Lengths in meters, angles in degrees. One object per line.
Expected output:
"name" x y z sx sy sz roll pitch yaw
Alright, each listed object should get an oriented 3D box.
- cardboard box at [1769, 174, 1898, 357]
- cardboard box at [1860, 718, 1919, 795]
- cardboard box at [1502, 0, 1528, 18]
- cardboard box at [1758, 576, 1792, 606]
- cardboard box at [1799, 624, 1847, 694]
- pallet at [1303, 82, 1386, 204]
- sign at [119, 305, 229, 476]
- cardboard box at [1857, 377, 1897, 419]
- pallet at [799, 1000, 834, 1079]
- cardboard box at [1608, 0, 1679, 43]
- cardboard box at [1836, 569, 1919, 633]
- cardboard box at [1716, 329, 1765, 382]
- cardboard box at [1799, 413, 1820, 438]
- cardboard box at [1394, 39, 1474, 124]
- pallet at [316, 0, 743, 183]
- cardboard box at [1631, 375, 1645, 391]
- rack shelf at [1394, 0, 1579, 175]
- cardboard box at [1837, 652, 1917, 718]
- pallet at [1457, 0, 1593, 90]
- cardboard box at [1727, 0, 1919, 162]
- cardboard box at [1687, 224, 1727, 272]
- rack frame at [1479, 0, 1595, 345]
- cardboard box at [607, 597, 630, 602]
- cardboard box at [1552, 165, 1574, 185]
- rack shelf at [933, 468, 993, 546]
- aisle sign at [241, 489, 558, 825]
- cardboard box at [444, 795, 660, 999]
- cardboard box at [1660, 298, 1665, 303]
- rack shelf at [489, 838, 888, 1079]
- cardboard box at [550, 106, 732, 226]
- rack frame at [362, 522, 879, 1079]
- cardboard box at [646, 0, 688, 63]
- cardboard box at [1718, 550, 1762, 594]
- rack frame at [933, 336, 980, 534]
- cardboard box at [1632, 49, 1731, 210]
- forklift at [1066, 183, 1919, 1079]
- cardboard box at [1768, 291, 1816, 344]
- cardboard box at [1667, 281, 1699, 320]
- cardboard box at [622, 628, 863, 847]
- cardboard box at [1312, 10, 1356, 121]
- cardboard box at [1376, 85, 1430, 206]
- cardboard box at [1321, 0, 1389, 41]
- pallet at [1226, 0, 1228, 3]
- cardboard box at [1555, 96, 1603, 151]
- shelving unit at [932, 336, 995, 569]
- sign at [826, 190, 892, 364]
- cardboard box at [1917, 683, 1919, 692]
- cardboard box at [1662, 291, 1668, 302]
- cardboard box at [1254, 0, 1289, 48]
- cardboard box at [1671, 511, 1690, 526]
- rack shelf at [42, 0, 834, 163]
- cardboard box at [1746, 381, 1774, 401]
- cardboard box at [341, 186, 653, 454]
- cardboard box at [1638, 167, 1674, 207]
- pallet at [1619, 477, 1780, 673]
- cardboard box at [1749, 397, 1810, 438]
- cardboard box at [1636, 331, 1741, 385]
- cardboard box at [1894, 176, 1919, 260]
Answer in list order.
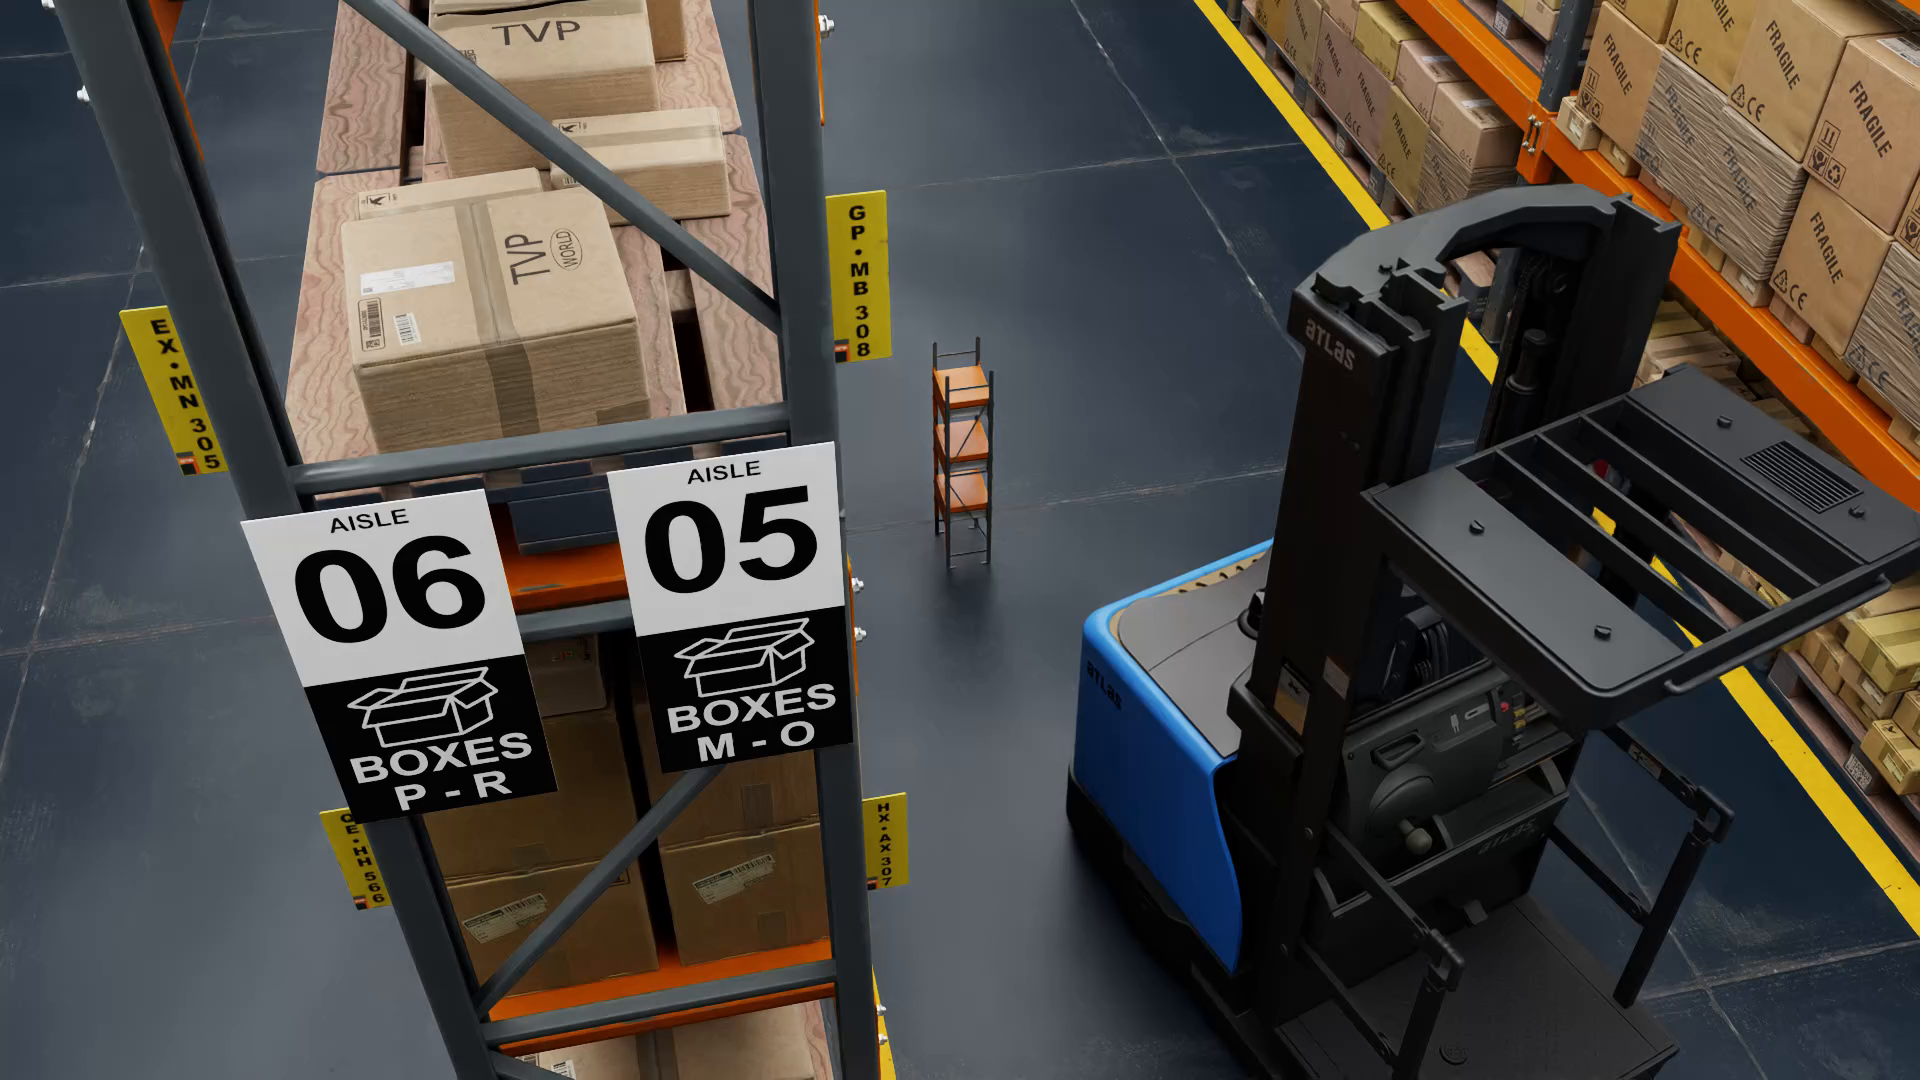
"cardboard box" 3.429 -1.046 6.151 0.500 0.500 0.500 -6 42 -7
"cardboard box" 3.628 0.789 6.214 0.380 0.149 0.250 -7 42 -8
"cardboard box" 2.901 -2.710 8.198 0.380 0.149 0.250 -8 42 -9
"cardboard box" 3.469 0.170 6.688 0.380 0.149 0.250 -8 42 -9
"cardboard box" 3.589 0.447 6.599 0.380 0.149 0.250 -8 42 -9
"pallet" 2.800 -2.503 10.193 1.003 0.211 1.213 -8 42 -9
"sign" -1.244 -0.236 2.671 0.100 0.325 0.005 -8 42 -9
"cardboard box" 3.562 -0.581 6.116 0.380 0.149 0.250 -10 43 -11
"pallet" -0.961 1.654 5.509 1.003 0.211 1.213 -8 42 -9
"cardboard box" 3.096 -2.444 6.973 0.500 0.500 0.500 -7 42 -8
"cardboard box" 3.566 0.226 6.401 0.380 0.149 0.250 -10 43 -11
"cardboard box" 3.702 -0.870 7.635 0.380 0.149 0.250 -7 42 -8
"cardboard box" 3.921 -0.534 7.257 0.380 0.149 0.250 -10 43 -11
"cardboard box" 2.731 -2.534 9.128 0.500 0.250 0.500 -6 42 -7
"pallet" -1.149 -1.242 4.479 1.003 0.211 1.213 -8 42 -9
"cardboard box" 3.288 -0.691 7.658 0.380 0.149 0.250 -10 43 -11
"rack shelf" 2.805 -3.277 9.505 1.077 0.370 4.000 -8 42 -9
"cardboard box" 3.593 0.504 6.312 0.380 0.149 0.250 -10 43 -11
"pallet" 3.214 -2.694 8.451 1.003 0.211 1.213 -8 42 -9
"cardboard box" 3.301 -1.780 6.224 0.500 0.500 0.500 -8 42 -9
"cardboard box" 3.259 -1.253 6.873 0.380 0.149 0.250 -8 42 -8
"rack frame" 3.237 -2.249 7.806 1.000 3.000 0.127 -8 42 -9
"cardboard box" -0.644 0.035 3.916 0.380 0.149 0.250 -7 42 -8
"cardboard box" 3.336 -1.988 9.079 0.500 0.500 0.500 -7 42 -8
"rack shelf" 0.012 -0.142 7.336 0.215 0.259 0.240 -8 42 -9
"aisle sign" -0.999 0.237 3.047 0.394 0.787 0.004 -8 42 -9
"cardboard box" -1.074 0.806 4.289 0.500 0.500 0.500 -8 42 -9
"cardboard box" 3.110 -1.123 7.920 0.380 0.149 0.250 -6 42 -7
"rack shelf" -1.143 0.091 5.712 1.077 0.370 4.000 -8 42 -9
"cardboard box" -0.722 -0.842 3.759 0.380 0.149 0.250 -7 42 -8
"rack frame" -0.712 1.118 4.012 1.000 3.000 0.127 -8 42 -9
"cardboard box" -1.000 -1.564 4.307 0.500 0.500 0.500 -8 42 -9
"cardboard box" 3.434 0.111 6.978 0.380 0.149 0.250 -8 42 -8
"rack frame" -0.015 -0.437 7.233 0.200 1.050 0.008 -8 42 -9
"cardboard box" 3.211 -1.721 6.912 0.500 0.500 0.500 -8 42 -9
"forklift" 1.560 0.657 4.584 1.130 2.935 3.031 -20 46 -22
"cardboard box" 3.413 -0.911 6.488 0.380 0.149 0.250 -7 42 -8
"cardboard box" 3.661 -1.209 8.018 0.380 0.149 0.250 -8 42 -9
"cardboard box" -0.537 0.355 4.044 0.500 0.500 0.500 -9 42 -10
"cardboard box" 2.504 -2.912 10.119 0.500 0.500 0.500 -9 42 -10
"cardboard box" 2.720 -2.248 9.371 0.500 0.500 0.500 -9 42 -10
"cardboard box" 2.489 -3.212 9.892 0.500 0.250 0.500 -8 42 -9
"pallet" 2.277 -4.321 12.241 1.003 0.211 1.213 -8 42 -9
"cardboard box" 2.978 -1.925 7.630 0.380 0.149 0.250 -7 42 -8
"shelving unit" 0.012 -0.358 7.144 0.215 1.050 0.252 -8 42 -9
"sign" -0.168 -0.436 2.785 0.100 0.325 0.005 -8 42 -9
"cardboard box" 3.740 0.552 6.033 0.380 0.149 0.250 -8 42 -8
"cardboard box" 3.615 -1.293 8.336 0.380 0.149 0.250 -8 42 -8
"cardboard box" 2.277 -3.569 10.860 0.500 0.500 0.500 -10 43 -11
"cardboard box" 3.321 -0.223 7.354 0.380 0.149 0.250 -9 42 -10
"rack shelf" -1.143 -2.003 3.853 1.077 0.370 4.000 -8 42 -9
"cardboard box" 3.793 -0.609 7.565 0.380 0.149 0.250 -7 42 -8
"cardboard box" -0.897 -0.421 3.208 0.500 0.250 0.500 -12 43 -13
"cardboard box" 3.215 -1.603 7.267 0.380 0.149 0.250 -10 43 -11
"pallet" 3.683 0.016 7.354 1.003 0.211 1.213 -8 42 -9
"cardboard box" 3.406 -0.459 7.172 0.380 0.149 0.250 -10 43 -11
"cardboard box" 3.291 -0.800 7.556 0.380 0.149 0.250 -9 42 -10
"cardboard box" 3.528 -1.104 5.464 0.500 0.500 0.500 -6 42 -7
